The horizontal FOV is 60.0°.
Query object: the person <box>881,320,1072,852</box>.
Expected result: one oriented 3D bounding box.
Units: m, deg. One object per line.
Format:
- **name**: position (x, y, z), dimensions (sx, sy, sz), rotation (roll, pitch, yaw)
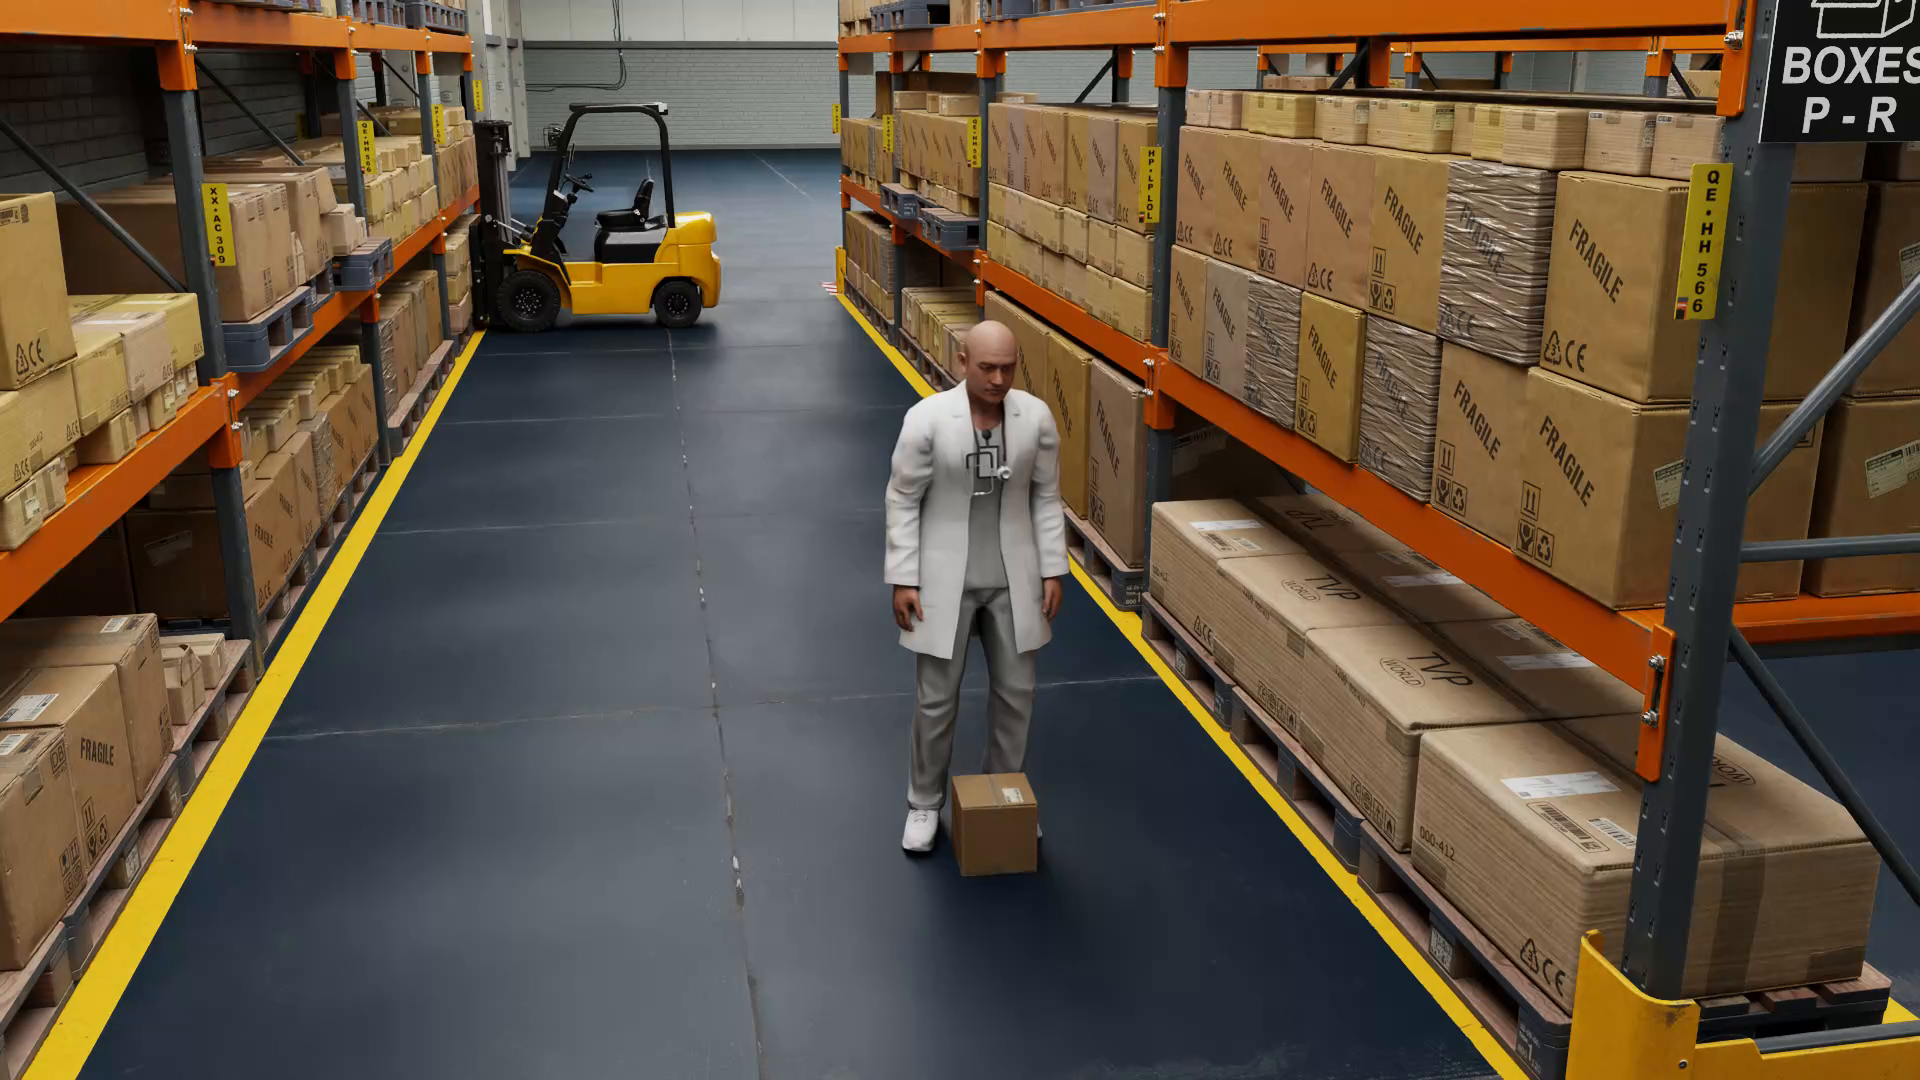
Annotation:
- **person**: position (0.056, 0.146, 5.555), dimensions (0.644, 1.774, 0.425), rotation (-3, 16, -10)
